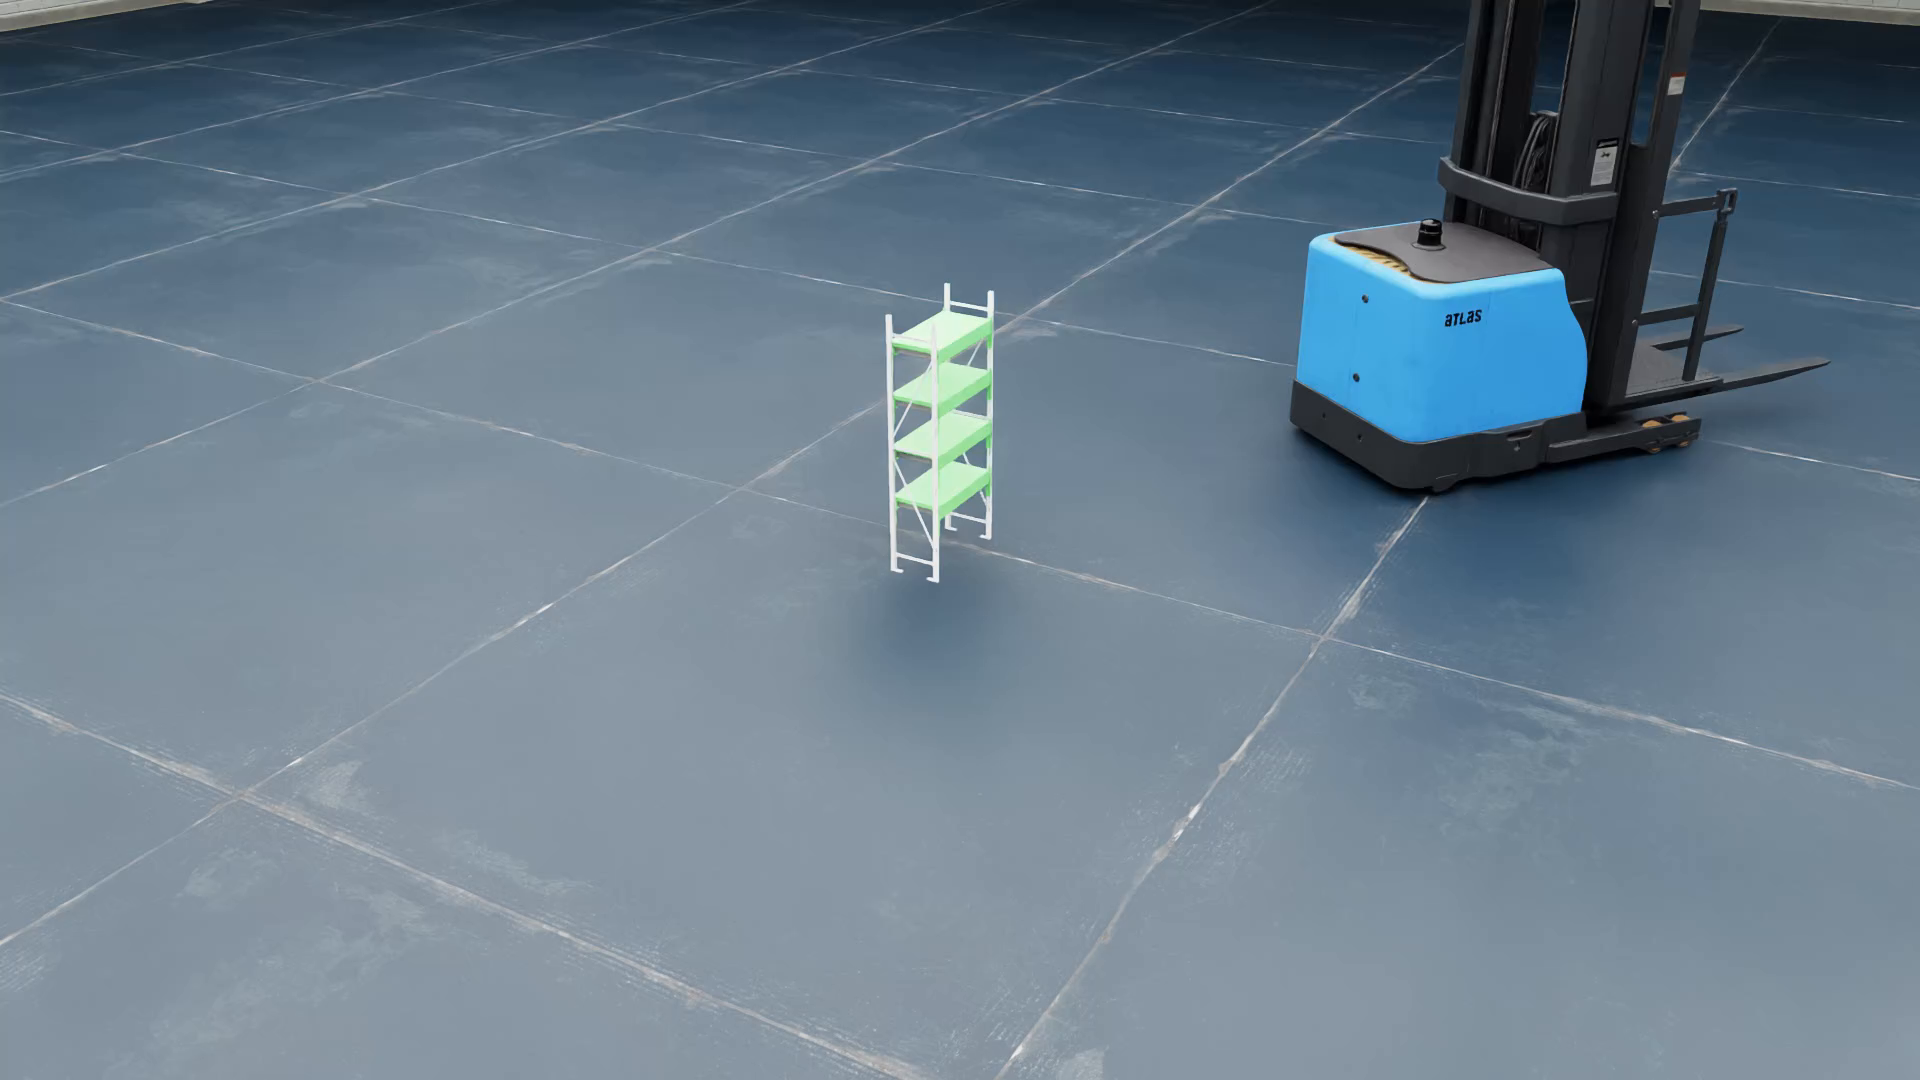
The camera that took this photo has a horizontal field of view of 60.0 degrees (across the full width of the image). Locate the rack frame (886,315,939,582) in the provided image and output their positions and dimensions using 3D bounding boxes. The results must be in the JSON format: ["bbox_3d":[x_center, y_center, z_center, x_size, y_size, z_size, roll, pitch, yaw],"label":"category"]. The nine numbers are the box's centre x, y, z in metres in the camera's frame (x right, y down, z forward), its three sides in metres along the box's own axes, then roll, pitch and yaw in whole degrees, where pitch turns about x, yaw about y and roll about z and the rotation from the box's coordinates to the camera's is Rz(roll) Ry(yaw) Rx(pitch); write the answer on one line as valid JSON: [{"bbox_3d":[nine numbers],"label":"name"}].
[{"bbox_3d":[-0.201,-0.377,7.163,0.240,1.200,0.015,14,30,26],"label":"rack frame"}]

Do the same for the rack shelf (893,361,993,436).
[{"bbox_3d":[-0.081,-0.629,7.274,0.258,0.148,0.480,14,30,26],"label":"rack shelf"}]

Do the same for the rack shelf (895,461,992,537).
[{"bbox_3d":[-0.081,-0.200,7.489,0.258,0.148,0.480,14,30,26],"label":"rack shelf"}]

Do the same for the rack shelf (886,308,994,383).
[{"bbox_3d":[-0.081,-0.844,7.166,0.258,0.148,0.480,14,30,26],"label":"rack shelf"}]

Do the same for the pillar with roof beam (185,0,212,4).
[{"bbox_3d":[-6.251,-10.211,18.095,9.100,9.000,0.400,14,30,26],"label":"pillar with roof beam"}]

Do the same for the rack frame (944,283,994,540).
[{"bbox_3d":[0.039,-0.567,7.543,0.240,1.200,0.015,14,30,26],"label":"rack frame"}]

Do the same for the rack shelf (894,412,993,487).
[{"bbox_3d":[-0.081,-0.415,7.381,0.258,0.148,0.480,14,30,26],"label":"rack shelf"}]

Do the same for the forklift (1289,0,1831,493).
[{"bbox_3d":[3.321,-1.968,8.406,3.031,2.935,1.130,-11,29,-21],"label":"forklift"}]

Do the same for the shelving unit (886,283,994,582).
[{"bbox_3d":[-0.081,-0.472,7.353,0.258,1.200,0.503,14,30,26],"label":"shelving unit"}]
